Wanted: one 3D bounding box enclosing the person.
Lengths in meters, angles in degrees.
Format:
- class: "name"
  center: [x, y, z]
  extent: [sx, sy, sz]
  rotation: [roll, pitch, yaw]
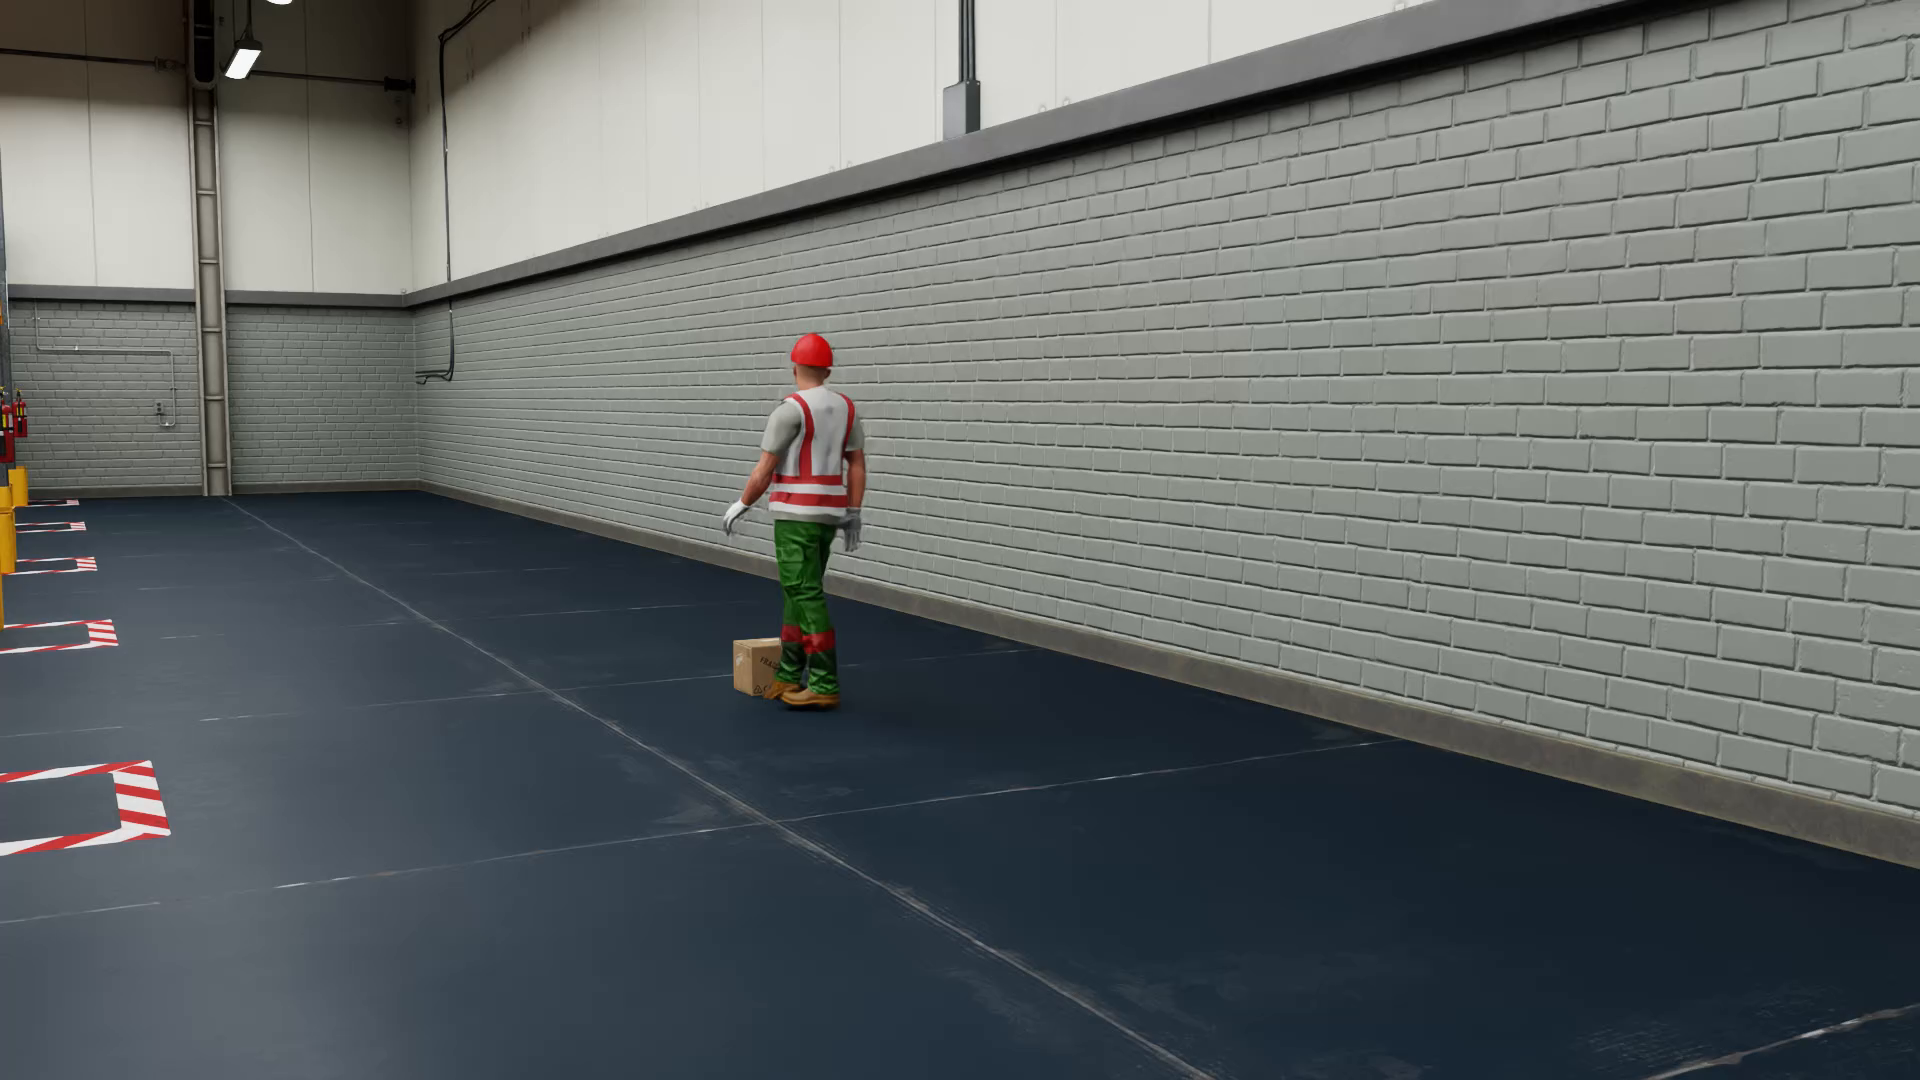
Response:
- class: "person"
  center: [-0.804, -0.064, 8.048]
  extent: [0.608, 1.857, 0.560]
  rotation: [3, 6, 35]
